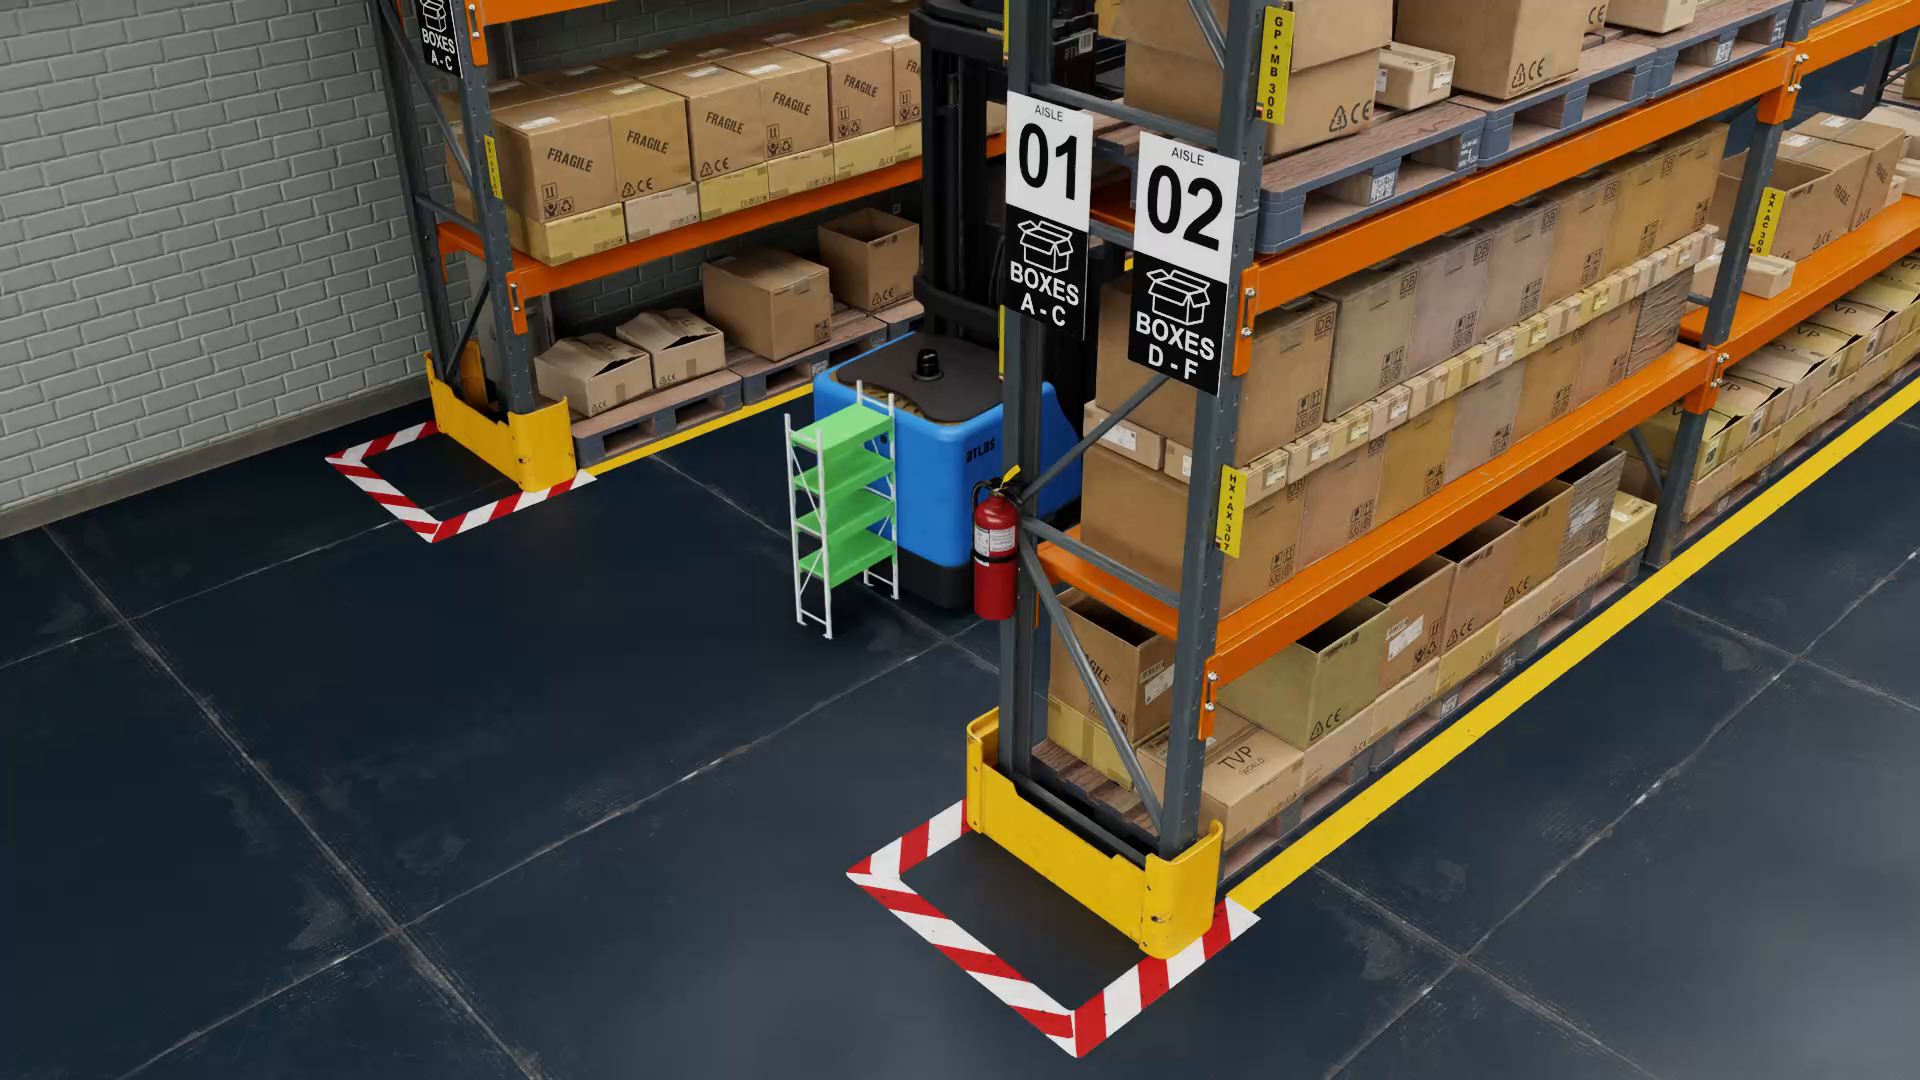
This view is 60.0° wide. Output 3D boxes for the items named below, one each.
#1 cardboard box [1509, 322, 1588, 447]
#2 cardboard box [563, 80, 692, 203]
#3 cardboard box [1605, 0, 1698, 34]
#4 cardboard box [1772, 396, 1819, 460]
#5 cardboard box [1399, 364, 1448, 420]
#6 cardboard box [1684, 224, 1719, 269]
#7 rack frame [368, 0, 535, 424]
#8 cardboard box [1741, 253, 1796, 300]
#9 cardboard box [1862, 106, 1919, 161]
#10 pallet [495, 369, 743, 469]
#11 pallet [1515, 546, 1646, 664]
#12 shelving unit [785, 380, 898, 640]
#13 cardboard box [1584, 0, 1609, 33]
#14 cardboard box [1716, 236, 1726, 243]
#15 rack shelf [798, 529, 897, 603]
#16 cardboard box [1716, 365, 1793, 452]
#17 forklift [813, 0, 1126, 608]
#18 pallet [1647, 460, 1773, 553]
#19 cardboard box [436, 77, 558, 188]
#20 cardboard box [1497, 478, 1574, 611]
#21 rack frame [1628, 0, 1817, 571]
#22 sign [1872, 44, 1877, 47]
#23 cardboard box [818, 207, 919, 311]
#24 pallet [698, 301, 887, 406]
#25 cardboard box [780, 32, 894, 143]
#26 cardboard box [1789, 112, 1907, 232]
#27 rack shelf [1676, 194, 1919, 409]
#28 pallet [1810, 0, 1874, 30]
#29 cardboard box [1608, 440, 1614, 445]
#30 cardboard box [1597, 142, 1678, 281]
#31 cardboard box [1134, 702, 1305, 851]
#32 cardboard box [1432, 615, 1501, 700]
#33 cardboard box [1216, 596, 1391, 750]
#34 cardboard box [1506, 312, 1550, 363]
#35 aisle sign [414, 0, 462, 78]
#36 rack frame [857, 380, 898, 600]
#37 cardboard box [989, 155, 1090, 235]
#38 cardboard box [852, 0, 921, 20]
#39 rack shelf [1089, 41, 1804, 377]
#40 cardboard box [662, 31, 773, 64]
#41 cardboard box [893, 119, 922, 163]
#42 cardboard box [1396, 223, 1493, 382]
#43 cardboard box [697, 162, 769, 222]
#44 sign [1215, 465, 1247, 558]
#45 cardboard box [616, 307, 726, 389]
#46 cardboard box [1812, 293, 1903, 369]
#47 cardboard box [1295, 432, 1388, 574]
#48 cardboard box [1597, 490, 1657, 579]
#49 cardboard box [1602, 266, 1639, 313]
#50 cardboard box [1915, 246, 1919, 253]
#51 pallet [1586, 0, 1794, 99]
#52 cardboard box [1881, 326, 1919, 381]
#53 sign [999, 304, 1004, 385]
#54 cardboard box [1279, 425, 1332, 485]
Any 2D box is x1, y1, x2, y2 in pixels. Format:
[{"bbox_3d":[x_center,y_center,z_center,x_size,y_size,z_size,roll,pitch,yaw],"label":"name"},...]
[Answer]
[{"bbox_3d":[2.402,-0.842,7.656,0.500,0.500,0.700,-25,39,-35],"label":"cardboard box"},{"bbox_3d":[-1.904,-2.290,9.526,0.500,0.500,0.500,-26,40,-35],"label":"cardboard box"},{"bbox_3d":[2.777,-2.204,6.808,0.250,0.149,0.380,-26,40,-35],"label":"cardboard box"},{"bbox_3d":[4.694,-0.745,9.827,0.500,0.250,0.500,-27,41,-37],"label":"cardboard box"},{"bbox_3d":[1.733,-0.649,6.719,0.250,0.149,0.380,-27,41,-37],"label":"cardboard box"},{"bbox_3d":[3.422,-1.466,8.055,0.250,0.149,0.380,-26,40,-35],"label":"cardboard box"},{"bbox_3d":[-2.828,-1.800,9.319,0.127,3.000,1.000,-26,40,-35],"label":"rack frame"},{"bbox_3d":[4.265,-1.454,8.994,0.250,0.149,0.380,-26,40,-35],"label":"cardboard box"},{"bbox_3d":[6.113,-2.594,10.702,0.500,0.311,0.500,-23,38,-33],"label":"cardboard box"},{"bbox_3d":[-2.153,-0.912,10.539,1.213,0.211,1.003,-26,40,-35],"label":"pallet"},{"bbox_3d":[2.864,0.130,8.834,1.213,0.211,1.003,-26,40,-35],"label":"pallet"},{"bbox_3d":[-0.581,-0.144,8.336,0.258,1.200,0.503,25,39,35],"label":"shelving unit"},{"bbox_3d":[2.183,-2.352,6.710,0.637,0.503,0.797,-21,37,-30],"label":"cardboard box"},{"bbox_3d":[3.996,-1.650,9.202,0.258,0.266,0.396,-27,40,-37],"label":"cardboard box"},{"bbox_3d":[-0.581,0.115,8.495,0.258,0.148,0.480,25,39,35],"label":"rack shelf"},{"bbox_3d":[4.319,-0.797,9.374,0.500,0.311,0.500,-26,40,-36],"label":"cardboard box"},{"bbox_3d":[0.579,-1.588,9.037,1.130,2.935,3.031,25,39,35],"label":"forklift"},{"bbox_3d":[3.990,-0.412,9.721,1.213,0.211,1.003,-26,40,-35],"label":"pallet"},{"bbox_3d":[-2.627,-2.313,9.563,0.500,0.500,0.500,-26,40,-36],"label":"cardboard box"},{"bbox_3d":[2.546,-0.052,7.973,0.500,0.500,0.500,-26,40,-35],"label":"cardboard box"},{"bbox_3d":[3.476,-1.325,8.542,0.127,3.000,1.000,-26,40,-35],"label":"rack frame"},{"bbox_3d":[6.033,-3.409,10.915,0.005,0.325,0.100,-26,40,-35],"label":"sign"},{"bbox_3d":[-0.629,-1.957,11.549,0.500,0.500,0.500,26,40,35],"label":"cardboard box"},{"bbox_3d":[-1.258,-1.343,11.243,1.213,0.211,1.003,-26,40,-35],"label":"pallet"},{"bbox_3d":[-0.770,-2.844,10.431,0.500,0.500,0.500,-27,41,-37],"label":"cardboard box"},{"bbox_3d":[5.190,-2.185,9.853,0.500,0.500,0.500,27,40,36],"label":"cardboard box"},{"bbox_3d":[4.943,-1.728,9.890,4.000,0.370,1.077,-26,40,-35],"label":"rack shelf"},{"bbox_3d":[4.114,-2.841,8.329,0.805,0.209,1.217,27,41,37],"label":"pallet"},{"bbox_3d":[3.578,-0.824,9.418,0.500,0.311,0.500,-26,40,-35],"label":"cardboard box"},{"bbox_3d":[2.785,-1.582,7.622,0.500,0.500,0.700,-26,40,-36],"label":"cardboard box"},{"bbox_3d":[1.087,0.982,7.001,0.500,0.250,0.500,-26,40,-35],"label":"cardboard box"},{"bbox_3d":[2.188,0.451,7.870,0.500,0.250,0.500,-26,40,-35],"label":"cardboard box"},{"bbox_3d":[1.453,0.484,7.097,0.500,0.500,0.500,-26,40,-35],"label":"cardboard box"},{"bbox_3d":[2.297,-0.921,7.163,0.250,0.149,0.380,-24,39,-34],"label":"cardboard box"},{"bbox_3d":[-2.677,-2.769,8.411,0.004,0.787,0.394,-26,40,-35],"label":"aisle sign"},{"bbox_3d":[-0.418,-0.239,8.491,0.240,1.200,0.015,25,39,35],"label":"rack frame"},{"bbox_3d":[0.634,-2.608,12.614,0.500,0.500,0.700,-24,39,-34],"label":"cardboard box"},{"bbox_3d":[-0.382,-3.397,11.335,0.500,0.500,0.500,-27,40,-36],"label":"cardboard box"},{"bbox_3d":[2.009,-1.589,6.787,4.000,0.370,1.077,-26,40,-35],"label":"rack shelf"},{"bbox_3d":[-1.506,-2.852,10.444,0.500,0.500,0.500,-25,39,-35],"label":"cardboard box"},{"bbox_3d":[-0.407,-2.706,10.925,0.500,0.250,0.500,-26,40,-35],"label":"cardboard box"},{"bbox_3d":[1.684,-1.050,6.752,0.500,0.500,0.700,-26,40,-35],"label":"cardboard box"},{"bbox_3d":[-1.506,-2.164,10.039,0.500,0.250,0.500,-27,40,-36],"label":"cardboard box"},{"bbox_3d":[0.916,-0.095,5.625,0.005,0.325,0.100,-26,40,-35],"label":"sign"},{"bbox_3d":[-1.841,-1.254,10.581,0.500,0.311,0.500,-22,38,-32],"label":"cardboard box"},{"bbox_3d":[5.444,-1.345,10.269,0.500,0.311,0.500,-26,40,-36],"label":"cardboard box"},{"bbox_3d":[1.276,-0.298,6.766,0.500,0.500,0.700,-25,39,-34],"label":"cardboard box"},{"bbox_3d":[3.284,-0.083,8.744,0.500,0.250,0.500,-26,40,-35],"label":"cardboard box"},{"bbox_3d":[2.857,-1.192,7.606,0.250,0.149,0.380,-26,40,-36],"label":"cardboard box"},{"bbox_3d":[6.937,-1.917,11.485,0.500,0.500,0.500,-24,39,-34],"label":"cardboard box"},{"bbox_3d":[2.868,-2.255,7.272,1.213,0.211,1.003,-26,40,-35],"label":"pallet"},{"bbox_3d":[5.814,-1.286,10.711,0.500,0.250,0.500,-26,40,-36],"label":"cardboard box"},{"bbox_3d":[0.184,-0.714,6.205,0.005,0.325,0.100,-26,40,-35],"label":"sign"},{"bbox_3d":[1.169,-0.377,6.274,0.250,0.149,0.380,-27,41,-37],"label":"cardboard box"}]
